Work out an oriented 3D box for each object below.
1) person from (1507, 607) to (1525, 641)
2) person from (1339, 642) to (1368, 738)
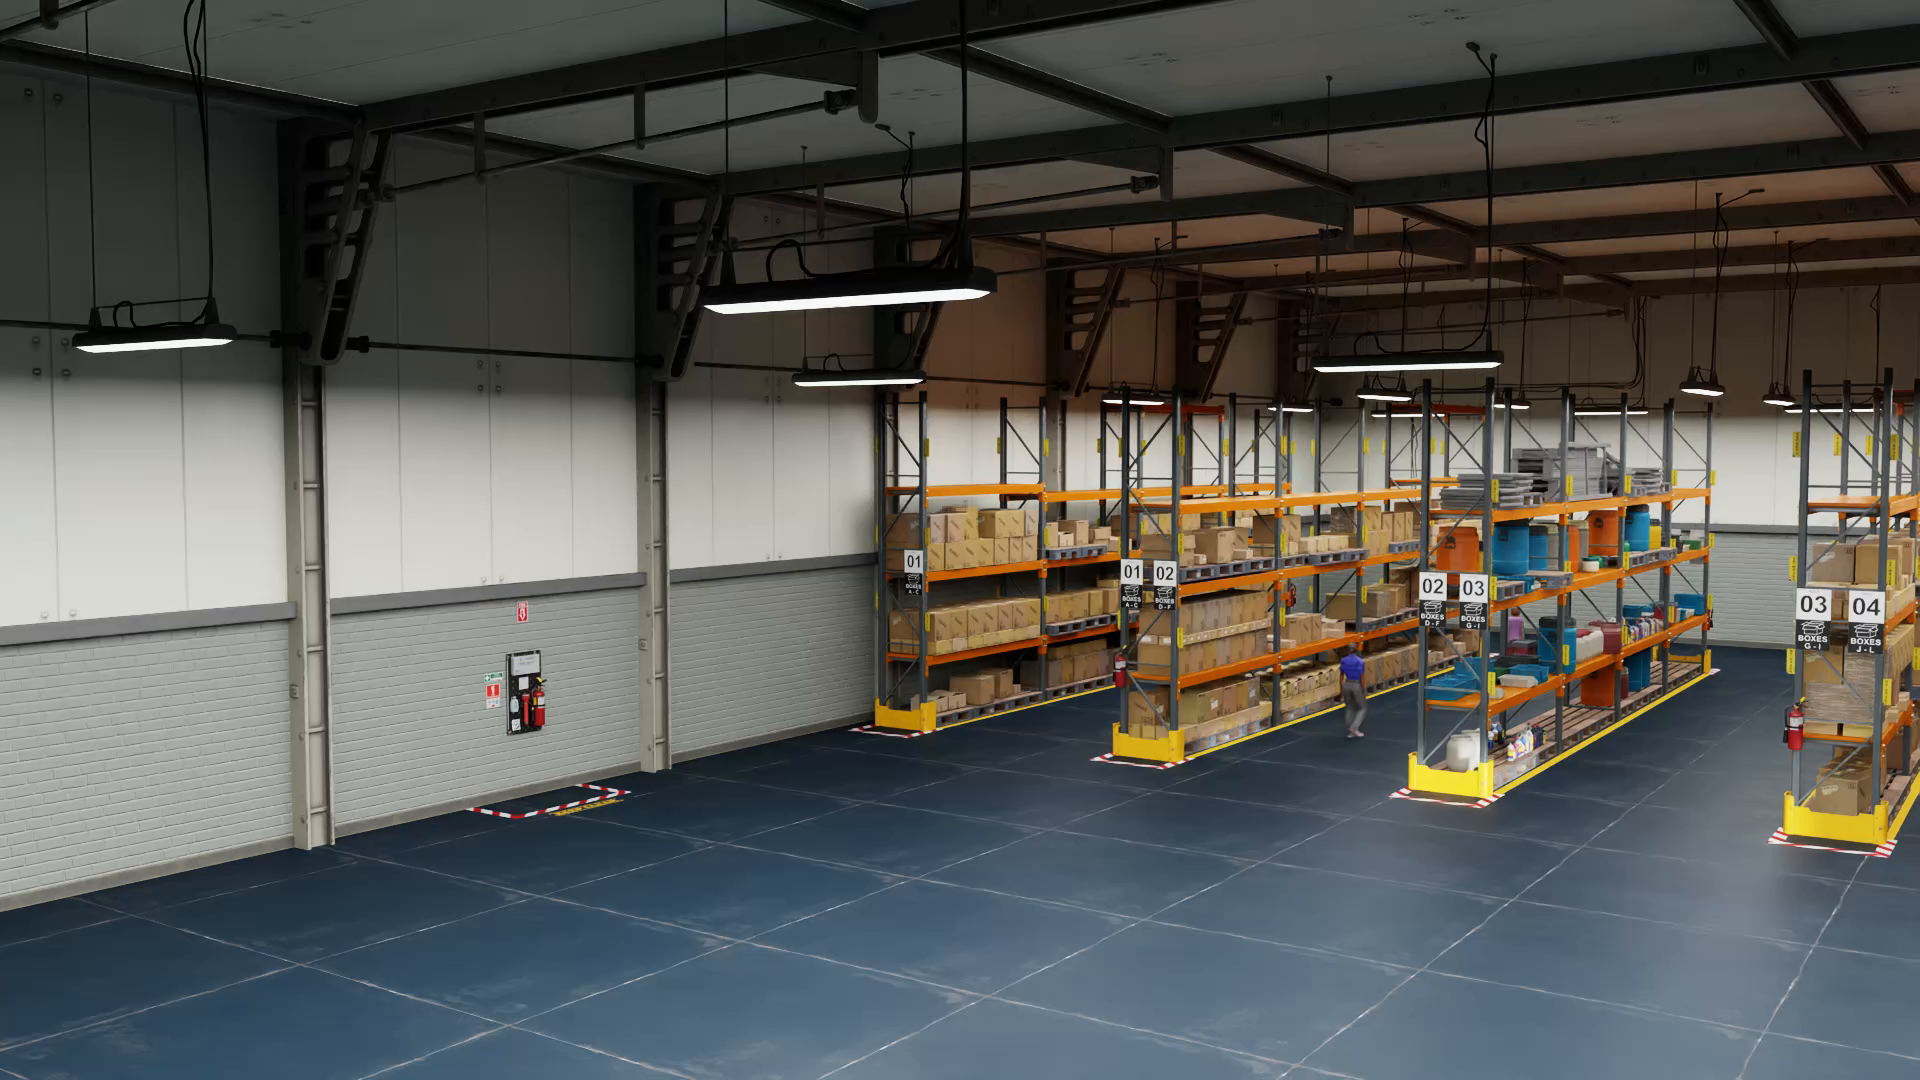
[{"bbox_3d":[11.898,2.229,35.710,0.445,1.612,0.372,0,3,1],"label":"person"},{"bbox_3d":[6.762,2.597,28.650,0.512,1.642,0.509,2,4,38],"label":"person"}]
